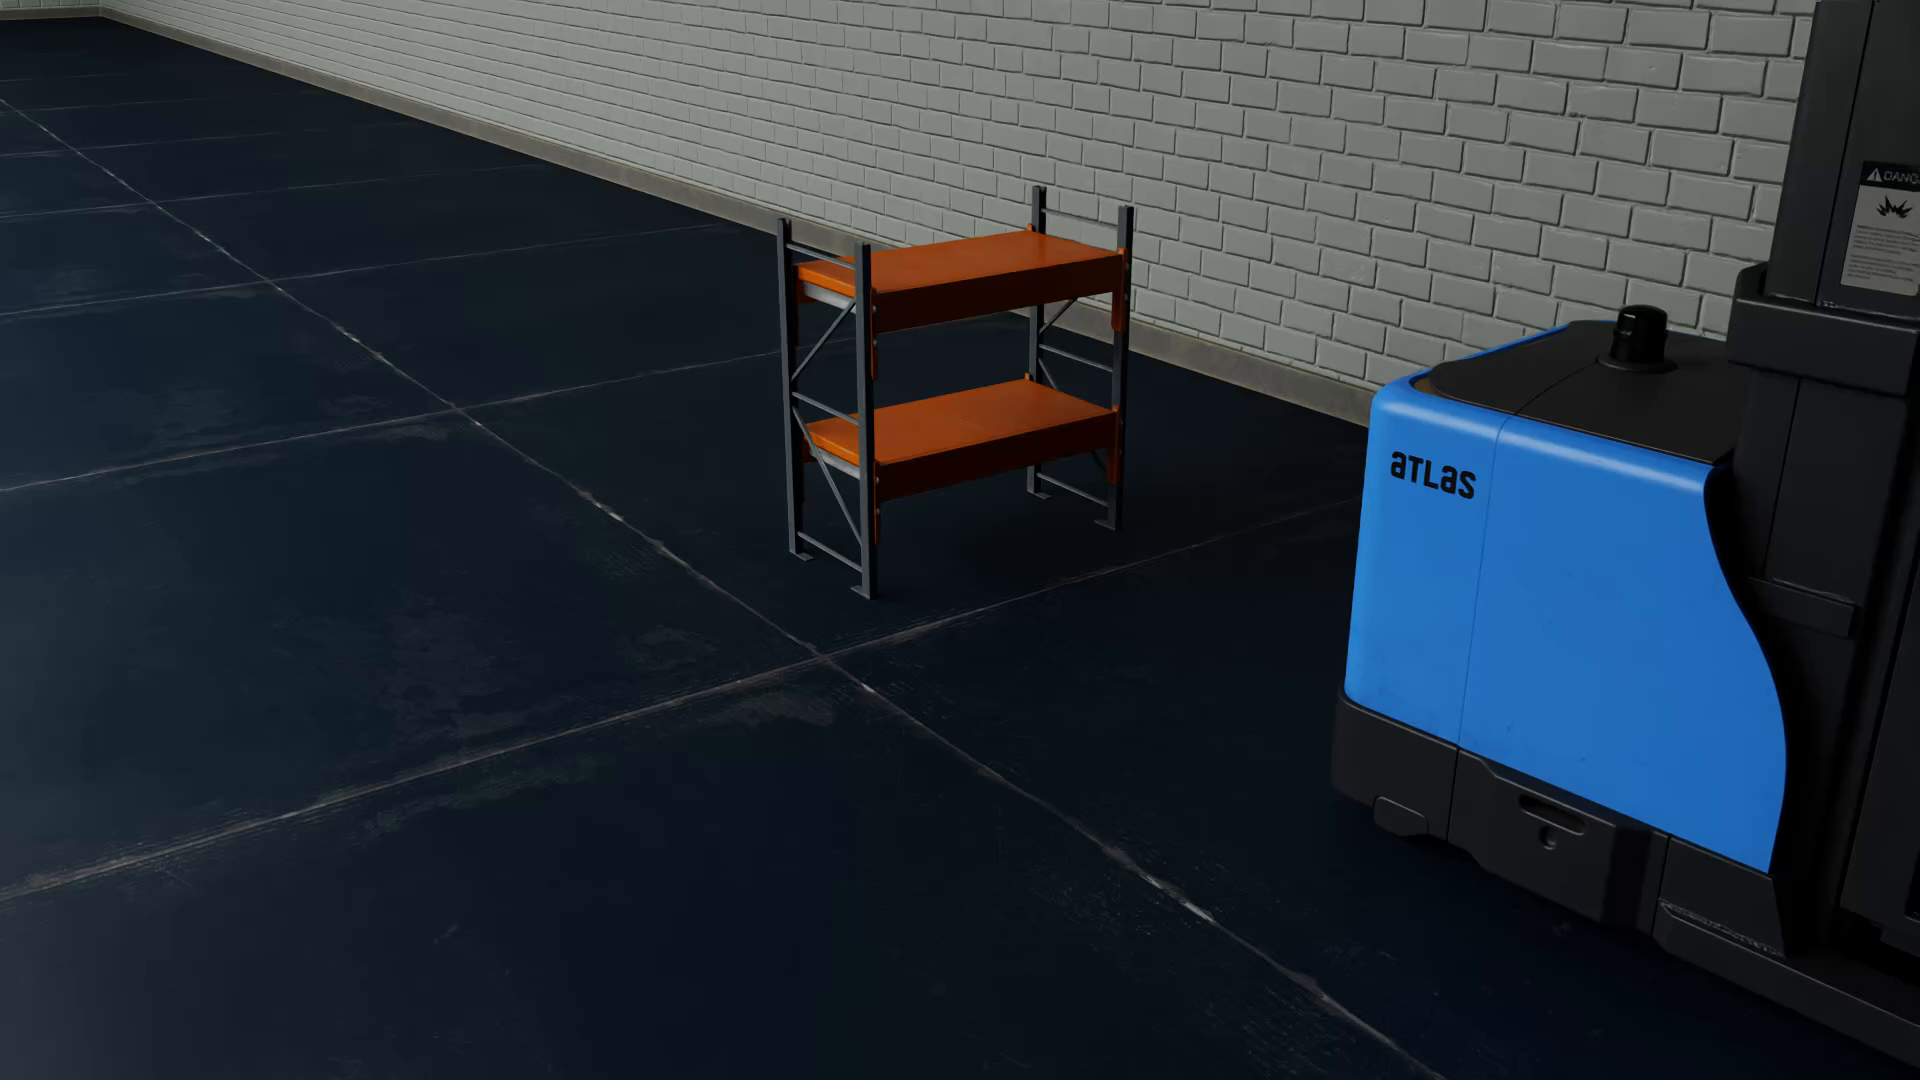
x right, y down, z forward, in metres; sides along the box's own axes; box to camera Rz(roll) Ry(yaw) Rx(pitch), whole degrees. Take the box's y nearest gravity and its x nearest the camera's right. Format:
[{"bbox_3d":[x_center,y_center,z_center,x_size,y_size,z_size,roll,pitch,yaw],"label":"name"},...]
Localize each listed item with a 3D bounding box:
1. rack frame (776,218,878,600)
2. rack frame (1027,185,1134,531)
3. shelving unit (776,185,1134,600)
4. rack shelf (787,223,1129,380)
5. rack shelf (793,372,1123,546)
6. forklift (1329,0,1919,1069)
[{"bbox_3d":[-0.418,-0.411,5.233,0.032,1.125,0.500,-15,26,-33],"label":"rack frame"},{"bbox_3d":[0.407,-0.631,5.784,0.032,1.125,0.500,-15,26,-33],"label":"rack frame"},{"bbox_3d":[-0.005,-0.521,5.509,1.048,1.125,0.538,-15,26,-33],"label":"shelving unit"},{"bbox_3d":[-0.005,-0.793,5.400,1.000,0.278,0.538,-15,26,-33],"label":"rack shelf"},{"bbox_3d":[-0.005,-0.294,5.599,1.000,0.278,0.538,-15,26,-33],"label":"rack shelf"},{"bbox_3d":[2.260,-0.421,2.822,1.130,2.935,3.031,-18,28,-38],"label":"forklift"}]
